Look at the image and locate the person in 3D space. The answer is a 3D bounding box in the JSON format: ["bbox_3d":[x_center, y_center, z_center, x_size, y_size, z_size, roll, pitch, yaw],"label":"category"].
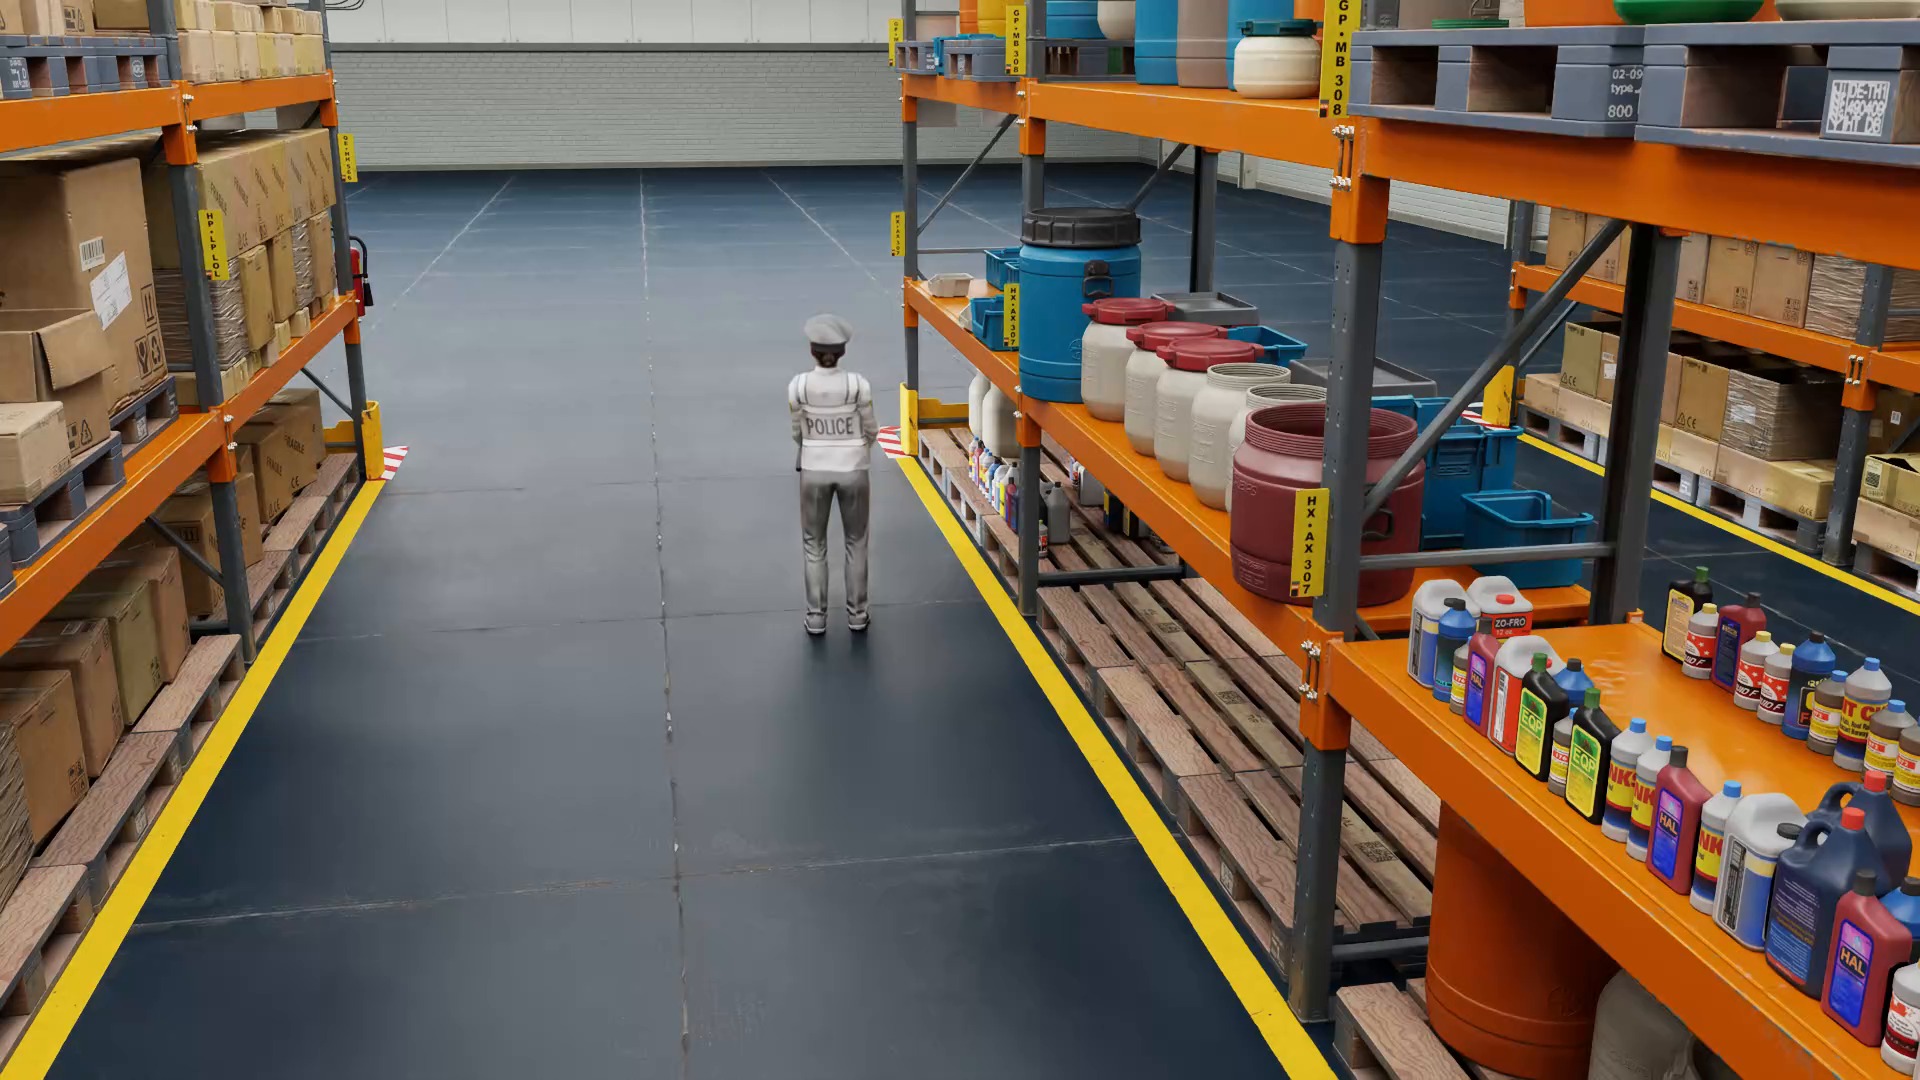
[{"bbox_3d":[-0.650,-0.352,8.688,0.459,1.687,0.554,0,16,-1],"label":"person"}]
